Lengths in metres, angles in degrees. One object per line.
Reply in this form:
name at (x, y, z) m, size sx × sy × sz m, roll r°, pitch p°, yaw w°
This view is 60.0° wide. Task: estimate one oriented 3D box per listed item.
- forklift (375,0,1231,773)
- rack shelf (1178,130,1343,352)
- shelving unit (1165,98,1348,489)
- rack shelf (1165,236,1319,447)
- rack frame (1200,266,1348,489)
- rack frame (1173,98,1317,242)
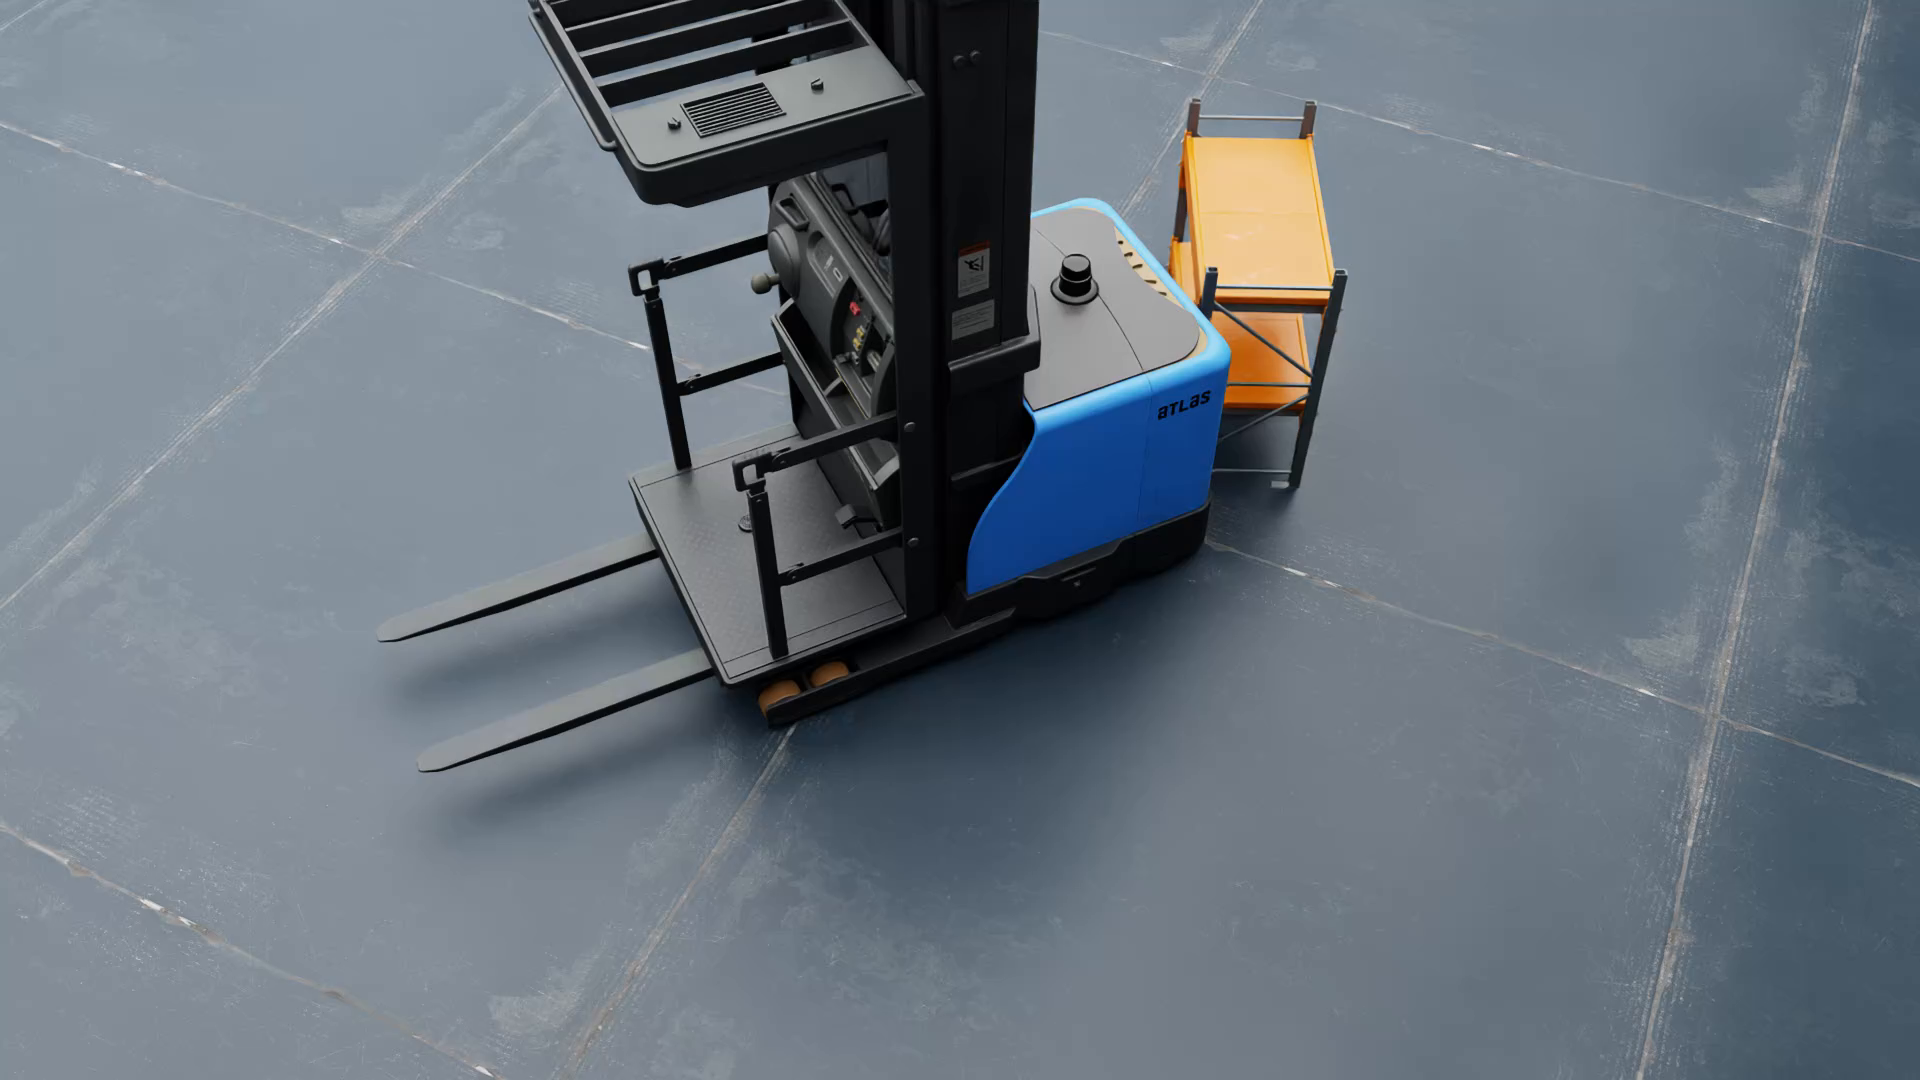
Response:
forklift at (-0.601, -0.750, 5.279) m, size 3.031 × 2.935 × 1.130 m, roll -20°, pitch 53°, yaw -16°
rack shelf at (1.141, -1.168, 6.436) m, size 0.538 × 0.278 × 1.000 m, roll 1°, pitch 50°, yaw 1°
shelving unit at (1.141, -0.978, 6.659) m, size 0.538 × 1.125 × 1.048 m, roll 1°, pitch 50°, yaw 1°
rack shelf at (1.141, -0.819, 6.845) m, size 0.538 × 0.278 × 1.000 m, roll 1°, pitch 50°, yaw 1°
rack frame at (1.125, -0.591, 6.329) m, size 0.500 × 1.125 × 0.032 m, roll 1°, pitch 50°, yaw 1°
rack frame at (1.158, -1.365, 6.988) m, size 0.500 × 1.125 × 0.032 m, roll 1°, pitch 50°, yaw 1°
